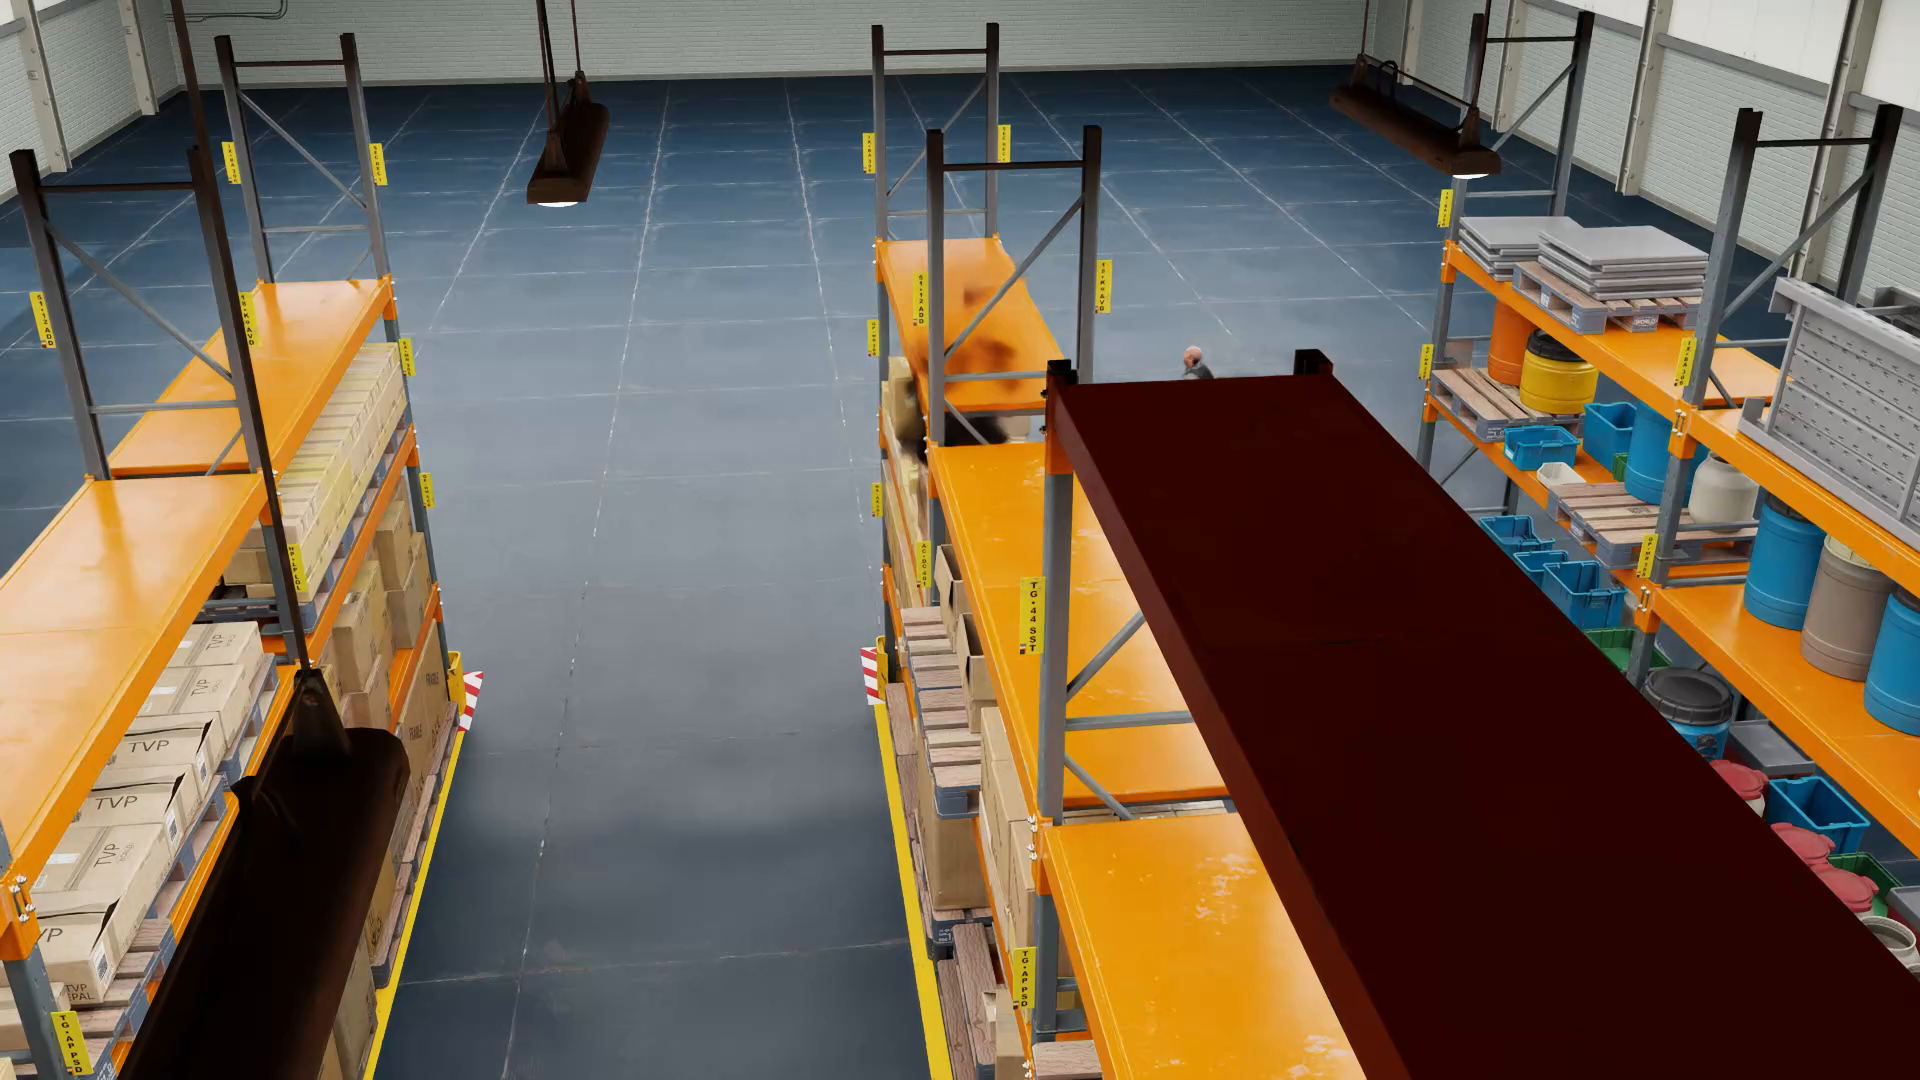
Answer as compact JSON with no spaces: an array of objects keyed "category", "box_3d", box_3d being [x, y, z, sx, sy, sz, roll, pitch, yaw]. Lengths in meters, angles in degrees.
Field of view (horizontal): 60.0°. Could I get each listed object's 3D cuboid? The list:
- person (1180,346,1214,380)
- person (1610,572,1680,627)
[{"category":"person","box_3d":[2.673,-1.482,19.649,0.584,1.690,0.645,8,27,16]},{"category":"person","box_3d":[6.257,0.526,15.382,0.653,1.744,0.618,-9,27,-17]}]
